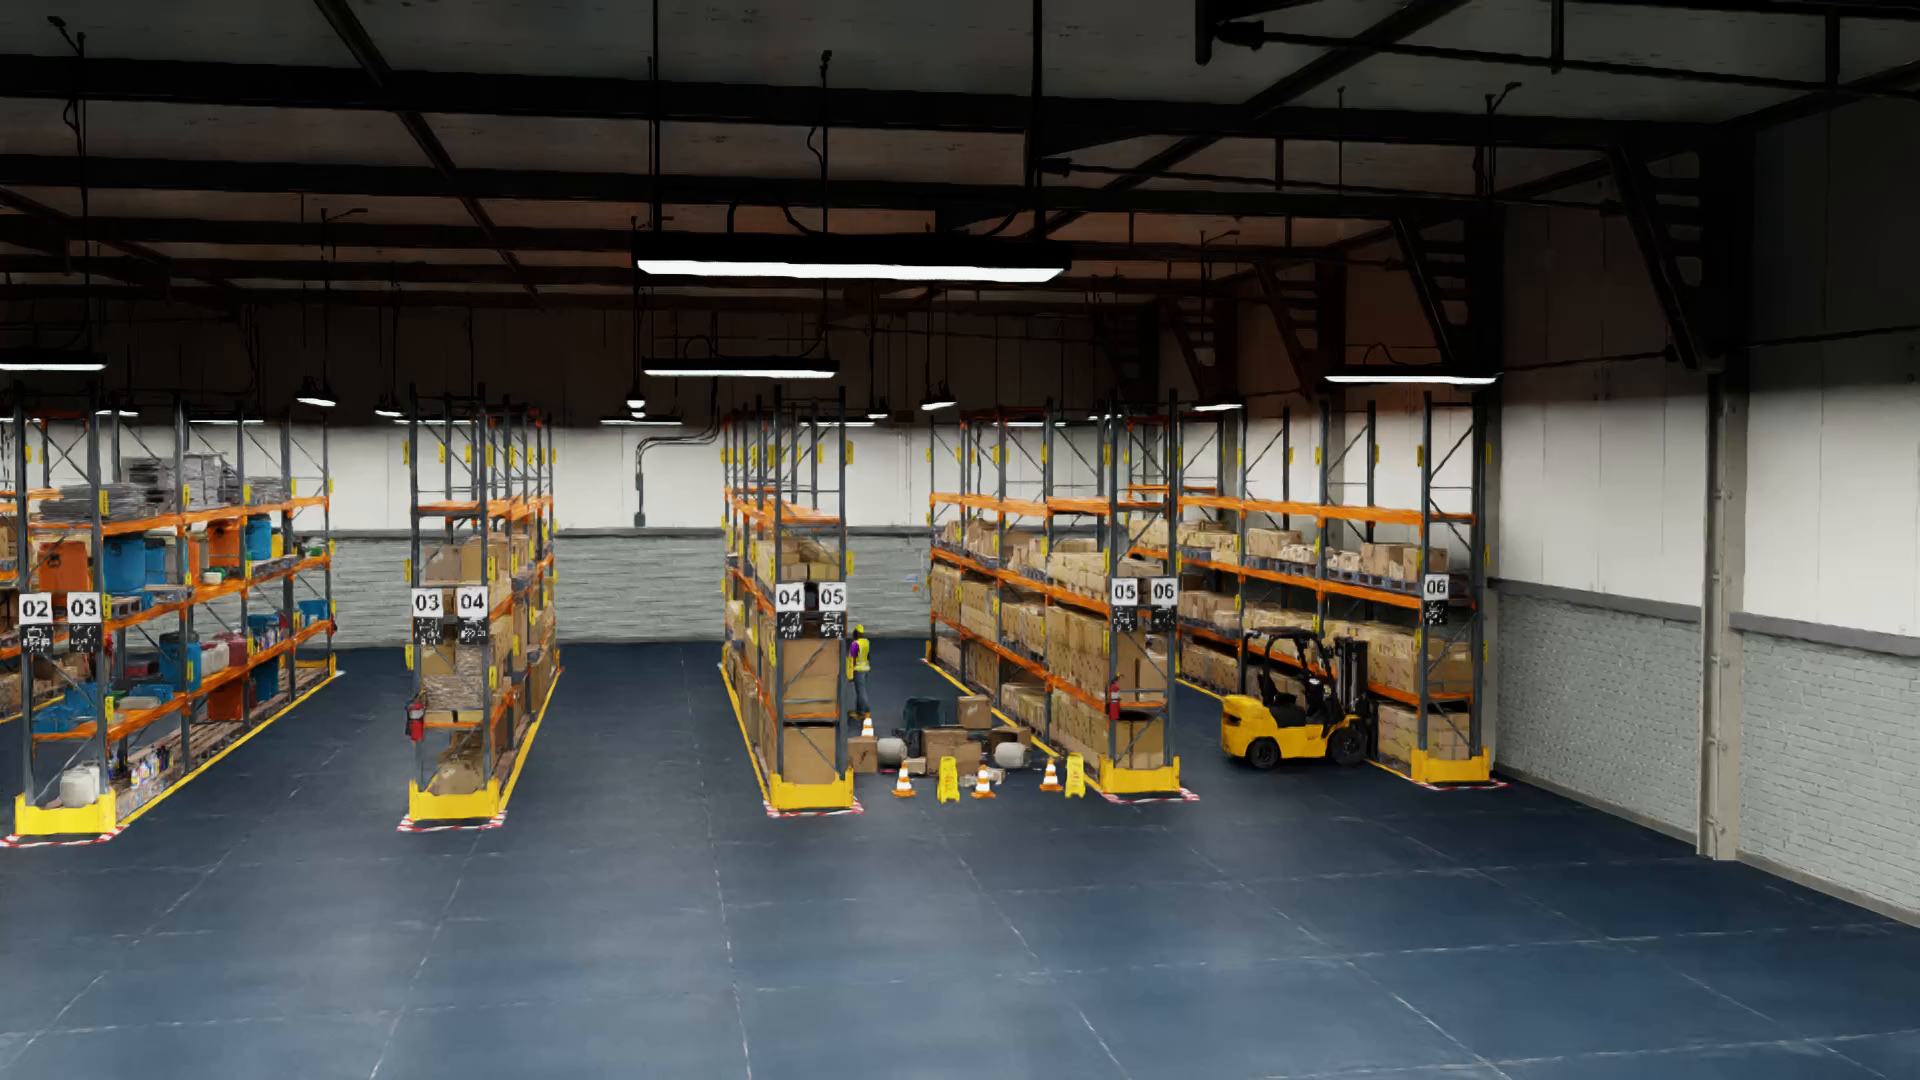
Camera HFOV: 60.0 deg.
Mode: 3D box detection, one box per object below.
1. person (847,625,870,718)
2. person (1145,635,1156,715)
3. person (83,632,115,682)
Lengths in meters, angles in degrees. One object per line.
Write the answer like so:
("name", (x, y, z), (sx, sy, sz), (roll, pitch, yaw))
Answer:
("person", (-1.954, 2.494, 31.773), (0.580, 1.763, 0.673), (1, 3, 22))
("person", (3.460, 2.591, 30.889), (0.465, 1.676, 0.498), (1, 3, 19))
("person", (-17.543, 2.442, 33.821), (0.547, 1.641, 1.115), (-1, 3, -12))
